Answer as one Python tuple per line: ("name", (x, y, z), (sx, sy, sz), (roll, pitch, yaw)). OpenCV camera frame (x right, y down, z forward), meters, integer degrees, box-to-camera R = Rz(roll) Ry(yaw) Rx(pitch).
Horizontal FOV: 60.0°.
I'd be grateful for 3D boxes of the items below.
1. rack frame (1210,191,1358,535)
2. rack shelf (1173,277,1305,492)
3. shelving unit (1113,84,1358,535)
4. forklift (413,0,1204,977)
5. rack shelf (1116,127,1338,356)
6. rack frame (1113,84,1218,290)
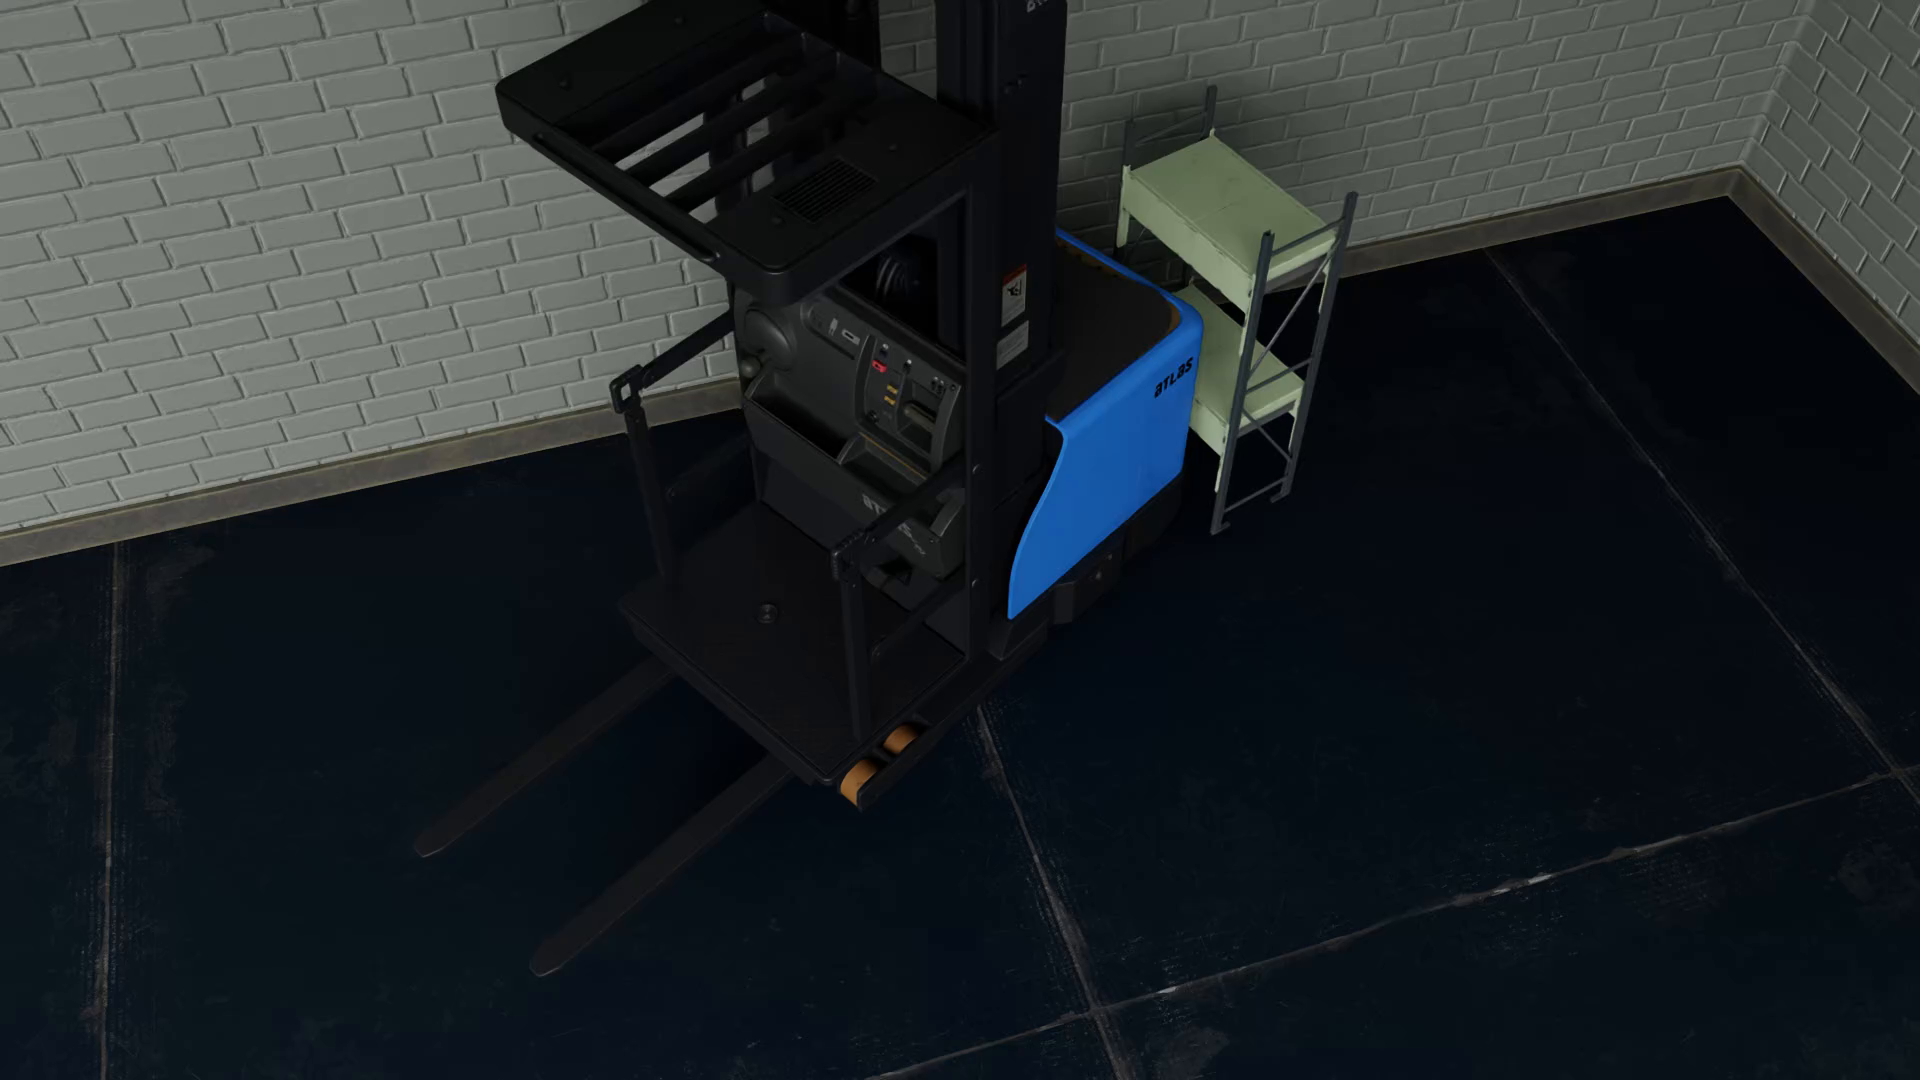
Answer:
("rack frame", (1.158, -0.594, 6.059), (0.400, 1.500, 0.023), (-27, 55, -21))
("rack shelf", (0.954, -0.616, 6.504), (0.431, 0.370, 0.720), (-27, 55, -21))
("shelving unit", (0.954, -0.826, 6.255), (0.431, 1.500, 0.755), (-27, 55, -21))
("forklift", (-0.503, -0.474, 5.022), (1.130, 2.935, 3.031), (36, 58, 26))
("rack shelf", (0.954, -1.078, 5.957), (0.431, 0.370, 0.720), (-27, 55, -21))
("rack frame", (0.750, -1.059, 6.451), (0.400, 1.500, 0.023), (-27, 55, -21))
